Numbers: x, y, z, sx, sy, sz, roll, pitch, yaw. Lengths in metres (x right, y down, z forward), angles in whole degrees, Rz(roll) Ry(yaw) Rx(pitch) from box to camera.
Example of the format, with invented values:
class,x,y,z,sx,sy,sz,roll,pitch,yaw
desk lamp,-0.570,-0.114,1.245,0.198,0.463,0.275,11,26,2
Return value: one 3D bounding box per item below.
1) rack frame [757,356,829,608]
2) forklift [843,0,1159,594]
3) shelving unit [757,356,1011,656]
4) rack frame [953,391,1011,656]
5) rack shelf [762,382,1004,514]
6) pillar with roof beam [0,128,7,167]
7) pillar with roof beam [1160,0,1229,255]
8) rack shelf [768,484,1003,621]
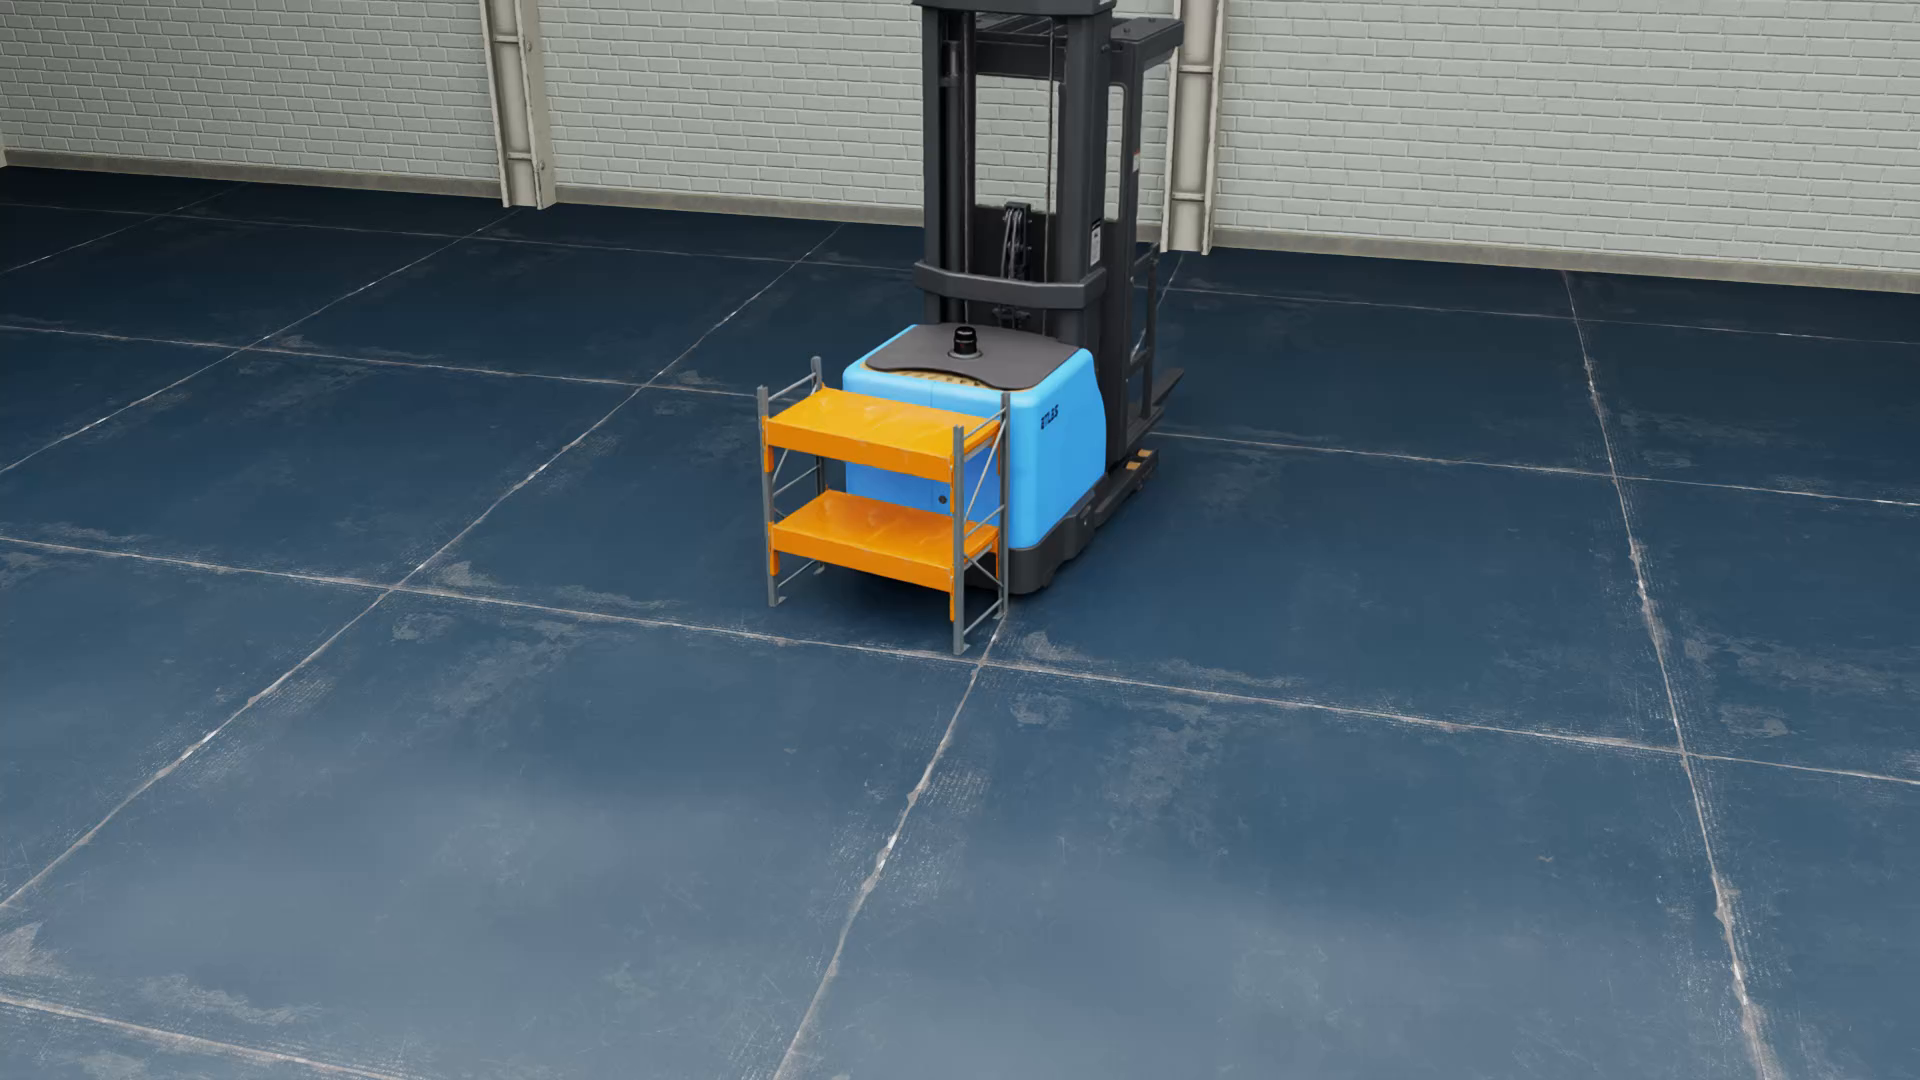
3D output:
class,x,y,z,sx,sy,sz,roll,pitch,yaw
rack frame,-0.797,-0.277,8.024,0.032,1.125,0.500,13,28,25
forklift,0.486,-1.667,8.842,1.130,2.935,3.031,11,28,22
shelving unit,-0.348,-0.175,7.808,1.048,1.125,0.538,13,28,25
rack frame,0.101,-0.072,7.592,0.032,1.125,0.500,13,28,25
rack shelf,-0.348,-0.439,7.682,1.000,0.278,0.538,13,28,25
pillar with roof beam,-10.809,-5.984,10.850,0.400,9.000,9.100,6,26,13
pillar with roof beam,0.813,-4.699,8.152,0.400,9.000,9.100,6,26,13
rack shelf,-0.348,0.046,7.913,1.000,0.278,0.538,13,28,25
